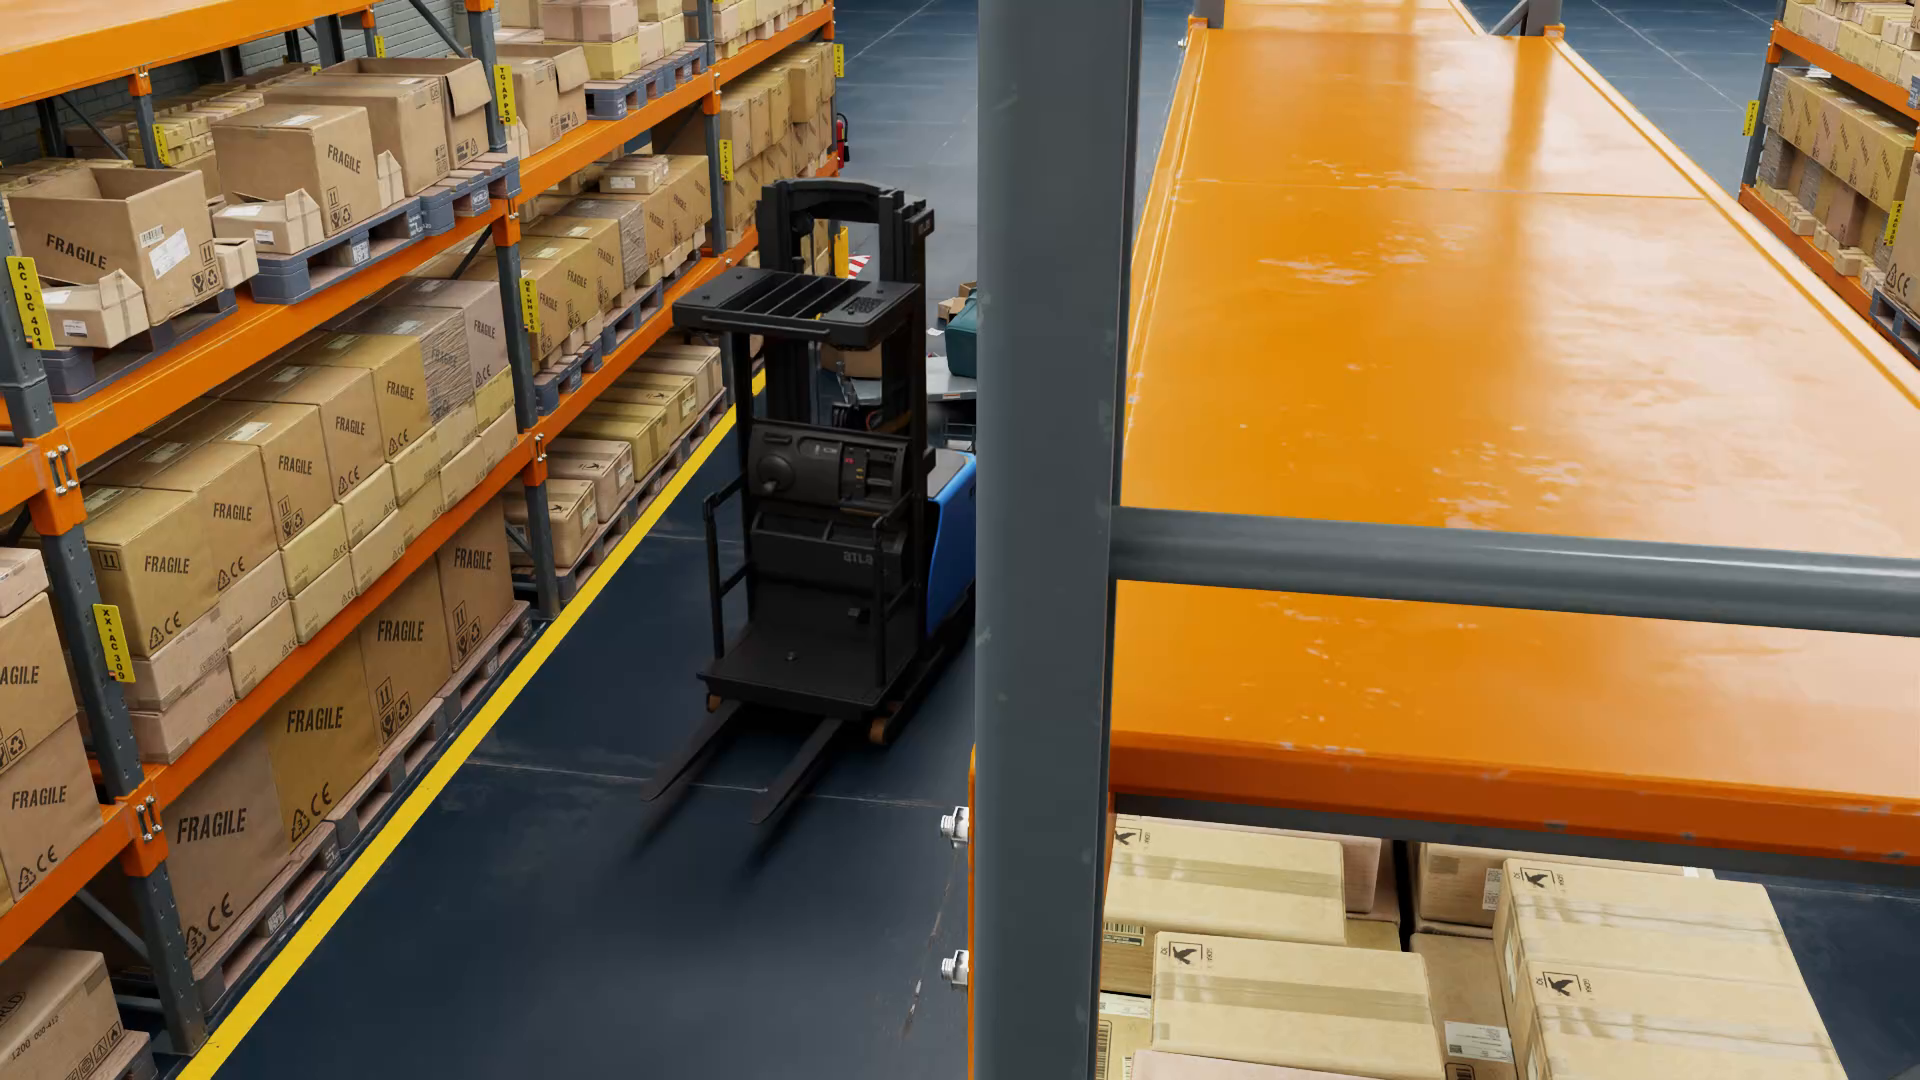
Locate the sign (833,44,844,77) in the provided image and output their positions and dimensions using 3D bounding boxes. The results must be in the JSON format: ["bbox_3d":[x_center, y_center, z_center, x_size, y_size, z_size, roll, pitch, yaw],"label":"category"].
[{"bbox_3d":[-1.228,-4.859,16.854,0.100,0.325,0.005,4,25,9],"label":"sign"}]

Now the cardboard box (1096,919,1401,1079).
[{"bbox_3d":[0.419,0.813,2.524,0.500,0.250,0.500,3,25,7],"label":"cardboard box"}]

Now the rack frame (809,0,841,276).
[{"bbox_3d":[-1.772,-4.238,17.266,1.000,3.000,0.127,4,25,9],"label":"rack frame"}]

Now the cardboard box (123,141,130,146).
[{"bbox_3d":[-7.518,-3.506,14.819,0.380,0.149,0.250,3,25,7],"label":"cardboard box"}]

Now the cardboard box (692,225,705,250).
[{"bbox_3d":[-2.238,-2.407,13.156,0.380,0.149,0.250,4,25,9],"label":"cardboard box"}]

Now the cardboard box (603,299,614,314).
[{"bbox_3d":[-2.638,-1.660,11.558,0.380,0.149,0.250,5,26,11],"label":"cardboard box"}]

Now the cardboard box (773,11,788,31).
[{"bbox_3d":[-1.762,-4.669,14.944,0.380,0.149,0.250,4,25,8],"label":"cardboard box"}]

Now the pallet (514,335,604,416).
[{"bbox_3d":[-3.069,-1.111,10.811,1.213,0.211,1.003,4,25,9],"label":"pallet"}]

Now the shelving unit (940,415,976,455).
[{"bbox_3d":[-0.001,-0.404,11.552,0.258,0.900,0.210,4,25,9],"label":"shelving unit"}]

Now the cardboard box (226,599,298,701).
[{"bbox_3d":[-3.318,0.466,7.392,0.500,0.250,0.500,3,25,7],"label":"cardboard box"}]

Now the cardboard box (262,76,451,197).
[{"bbox_3d":[-3.054,-2.059,8.459,0.700,0.500,0.500,3,25,6],"label":"cardboard box"}]

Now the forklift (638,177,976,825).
[{"bbox_3d":[-0.815,-0.372,9.087,1.130,2.935,3.031,8,26,17],"label":"forklift"}]

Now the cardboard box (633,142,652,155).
[{"bbox_3d":[-2.522,-3.164,14.503,0.500,0.500,0.500,5,26,10],"label":"cardboard box"}]

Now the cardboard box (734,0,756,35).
[{"bbox_3d":[-2.009,-4.372,13.840,0.500,0.250,0.500,4,25,8],"label":"cardboard box"}]

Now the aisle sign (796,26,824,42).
[{"bbox_3d":[-1.476,-5.421,16.727,0.394,0.787,0.004,4,25,9],"label":"aisle sign"}]

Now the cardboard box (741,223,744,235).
[{"bbox_3d":[-2.068,-2.670,14.213,0.380,0.149,0.250,5,26,10],"label":"cardboard box"}]

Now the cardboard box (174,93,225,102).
[{"bbox_3d":[-7.256,-4.173,15.893,0.380,0.149,0.250,5,25,10],"label":"cardboard box"}]

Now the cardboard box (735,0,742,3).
[{"bbox_3d":[-1.987,-4.501,13.645,0.380,0.149,0.250,3,25,7],"label":"cardboard box"}]

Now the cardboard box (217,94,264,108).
[{"bbox_3d":[-6.823,-4.144,15.831,0.380,0.149,0.250,4,25,9],"label":"cardboard box"}]

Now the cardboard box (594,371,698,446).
[{"bbox_3d":[-2.624,-1.045,13.048,0.950,0.372,0.625,6,26,12],"label":"cardboard box"}]

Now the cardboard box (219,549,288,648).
[{"bbox_3d":[-3.326,0.238,7.291,0.500,0.250,0.500,4,25,9],"label":"cardboard box"}]

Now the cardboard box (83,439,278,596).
[{"bbox_3d":[-3.322,-0.096,7.120,0.500,0.500,0.500,4,25,8],"label":"cardboard box"}]

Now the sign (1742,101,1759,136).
[{"bbox_3d":[7.469,-3.981,15.696,0.100,0.325,0.005,4,25,9],"label":"sign"}]

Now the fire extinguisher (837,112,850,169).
[{"bbox_3d":[-1.299,-4.219,17.317,0.296,0.674,0.183,4,25,9],"label":"fire extinguisher"}]

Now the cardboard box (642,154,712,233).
[{"bbox_3d":[-2.275,-2.726,13.072,0.500,0.500,0.500,4,25,8],"label":"cardboard box"}]

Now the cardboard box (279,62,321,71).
[{"bbox_3d":[-6.936,-4.929,17.507,0.380,0.149,0.250,4,25,8],"label":"cardboard box"}]

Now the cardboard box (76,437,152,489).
[{"bbox_3d":[-3.831,-0.139,7.211,0.500,0.500,0.500,5,25,10],"label":"cardboard box"}]

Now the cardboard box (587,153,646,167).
[{"bbox_3d":[-2.786,-2.759,13.142,0.500,0.500,0.500,5,25,10],"label":"cardboard box"}]

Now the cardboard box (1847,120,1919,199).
[{"bbox_3d":[7.233,-2.928,12.819,0.500,0.500,0.500,4,25,9],"label":"cardboard box"}]

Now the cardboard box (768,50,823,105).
[{"bbox_3d":[-1.731,-4.431,16.030,0.700,0.500,0.500,4,25,9],"label":"cardboard box"}]

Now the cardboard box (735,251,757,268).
[{"bbox_3d":[-1.984,-2.420,14.480,0.380,0.149,0.250,4,25,9],"label":"cardboard box"}]

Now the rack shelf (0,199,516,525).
[{"bbox_3d":[-3.407,-1.089,7.848,1.077,0.370,4.000,4,25,9],"label":"rack shelf"}]

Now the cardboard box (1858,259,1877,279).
[{"bbox_3d":[7.246,-2.079,12.951,0.380,0.149,0.250,4,25,9],"label":"cardboard box"}]

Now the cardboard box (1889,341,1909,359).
[{"bbox_3d":[7.542,-1.341,13.531,0.500,0.500,0.500,13,28,25],"label":"cardboard box"}]

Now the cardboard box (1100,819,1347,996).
[{"bbox_3d":[0.392,0.576,2.561,0.380,0.149,0.250,4,25,9],"label":"cardboard box"}]

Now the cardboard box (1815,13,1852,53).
[{"bbox_3d":[7.507,-4.236,13.899,0.500,0.250,0.500,4,25,8],"label":"cardboard box"}]

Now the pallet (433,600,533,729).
[{"bbox_3d":[-3.283,0.695,10.016,1.003,0.211,1.213,4,25,9],"label":"pallet"}]

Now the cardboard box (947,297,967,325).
[{"bbox_3d":[0.293,-1.867,14.986,0.797,0.637,0.503,4,25,9],"label":"cardboard box"}]

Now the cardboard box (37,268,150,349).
[{"bbox_3d":[-3.307,-0.892,6.243,0.396,0.266,0.258,4,25,8],"label":"cardboard box"}]

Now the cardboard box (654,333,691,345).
[{"bbox_3d":[-2.595,-1.776,14.754,0.500,0.250,0.500,5,26,11],"label":"cardboard box"}]

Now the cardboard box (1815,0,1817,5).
[{"bbox_3d":[7.674,-4.708,14.438,0.380,0.149,0.250,4,25,8],"label":"cardboard box"}]

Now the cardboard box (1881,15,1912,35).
[{"bbox_3d":[7.343,-3.942,12.802,0.380,0.149,0.250,5,26,10],"label":"cardboard box"}]

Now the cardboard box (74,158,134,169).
[{"bbox_3d":[-7.160,-3.088,13.927,0.380,0.149,0.250,5,26,10],"label":"cardboard box"}]

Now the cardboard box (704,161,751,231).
[{"bbox_3d":[-2.079,-2.910,13.960,0.500,0.500,0.500,4,25,8],"label":"cardboard box"}]

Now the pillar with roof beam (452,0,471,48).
[{"bbox_3d":[-2.445,-9.280,20.961,9.100,9.000,0.400,4,25,9],"label":"pillar with roof beam"}]

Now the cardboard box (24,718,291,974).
[{"bbox_3d":[-3.711,1.288,7.471,0.875,0.875,0.875,5,26,10],"label":"cardboard box"}]

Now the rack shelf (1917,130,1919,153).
[{"bbox_3d":[7.024,-2.075,9.955,1.077,0.370,4.000,4,25,9],"label":"rack shelf"}]

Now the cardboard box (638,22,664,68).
[{"bbox_3d":[-2.466,-3.580,12.004,0.500,0.250,0.500,4,25,9],"label":"cardboard box"}]

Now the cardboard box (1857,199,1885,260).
[{"bbox_3d":[7.602,-2.449,12.975,0.875,0.500,0.500,4,25,9],"label":"cardboard box"}]

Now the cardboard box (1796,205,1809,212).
[{"bbox_3d":[7.525,-2.812,14.515,0.380,0.149,0.250,4,25,9],"label":"cardboard box"}]
